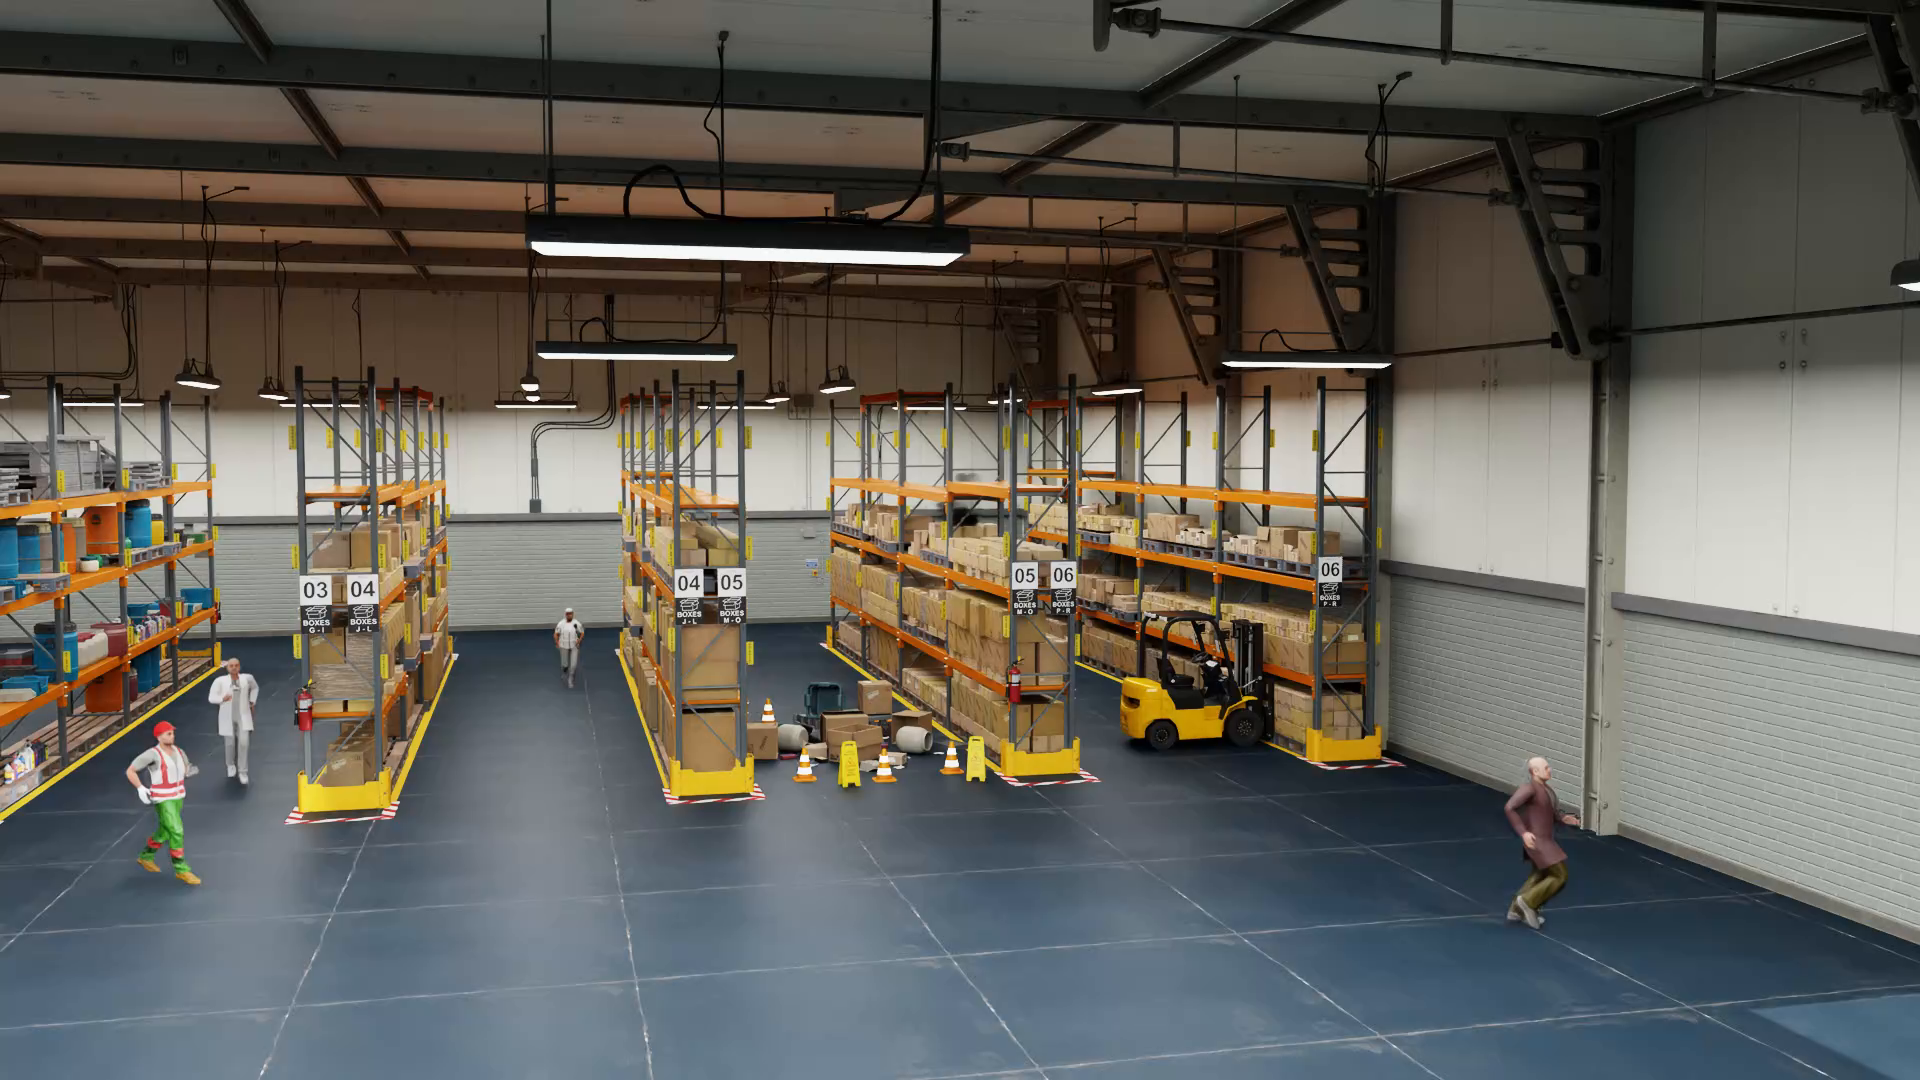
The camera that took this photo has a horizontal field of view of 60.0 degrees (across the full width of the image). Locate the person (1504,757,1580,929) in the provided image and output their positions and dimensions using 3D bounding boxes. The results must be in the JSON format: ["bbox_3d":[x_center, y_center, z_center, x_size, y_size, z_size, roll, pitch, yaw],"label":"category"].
[{"bbox_3d":[5.965,3.097,17.012,0.712,1.741,0.685,2,4,33],"label":"person"}]

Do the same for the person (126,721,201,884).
[{"bbox_3d":[-8.987,2.957,18.842,0.925,1.810,0.655,1,3,13],"label":"person"}]

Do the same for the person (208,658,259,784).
[{"bbox_3d":[-10.631,2.624,24.388,0.701,1.792,0.949,-2,4,-28],"label":"person"}]

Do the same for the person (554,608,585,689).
[{"bbox_3d":[-7.926,2.190,33.767,0.615,1.628,0.550,-1,4,-14],"label":"person"}]
